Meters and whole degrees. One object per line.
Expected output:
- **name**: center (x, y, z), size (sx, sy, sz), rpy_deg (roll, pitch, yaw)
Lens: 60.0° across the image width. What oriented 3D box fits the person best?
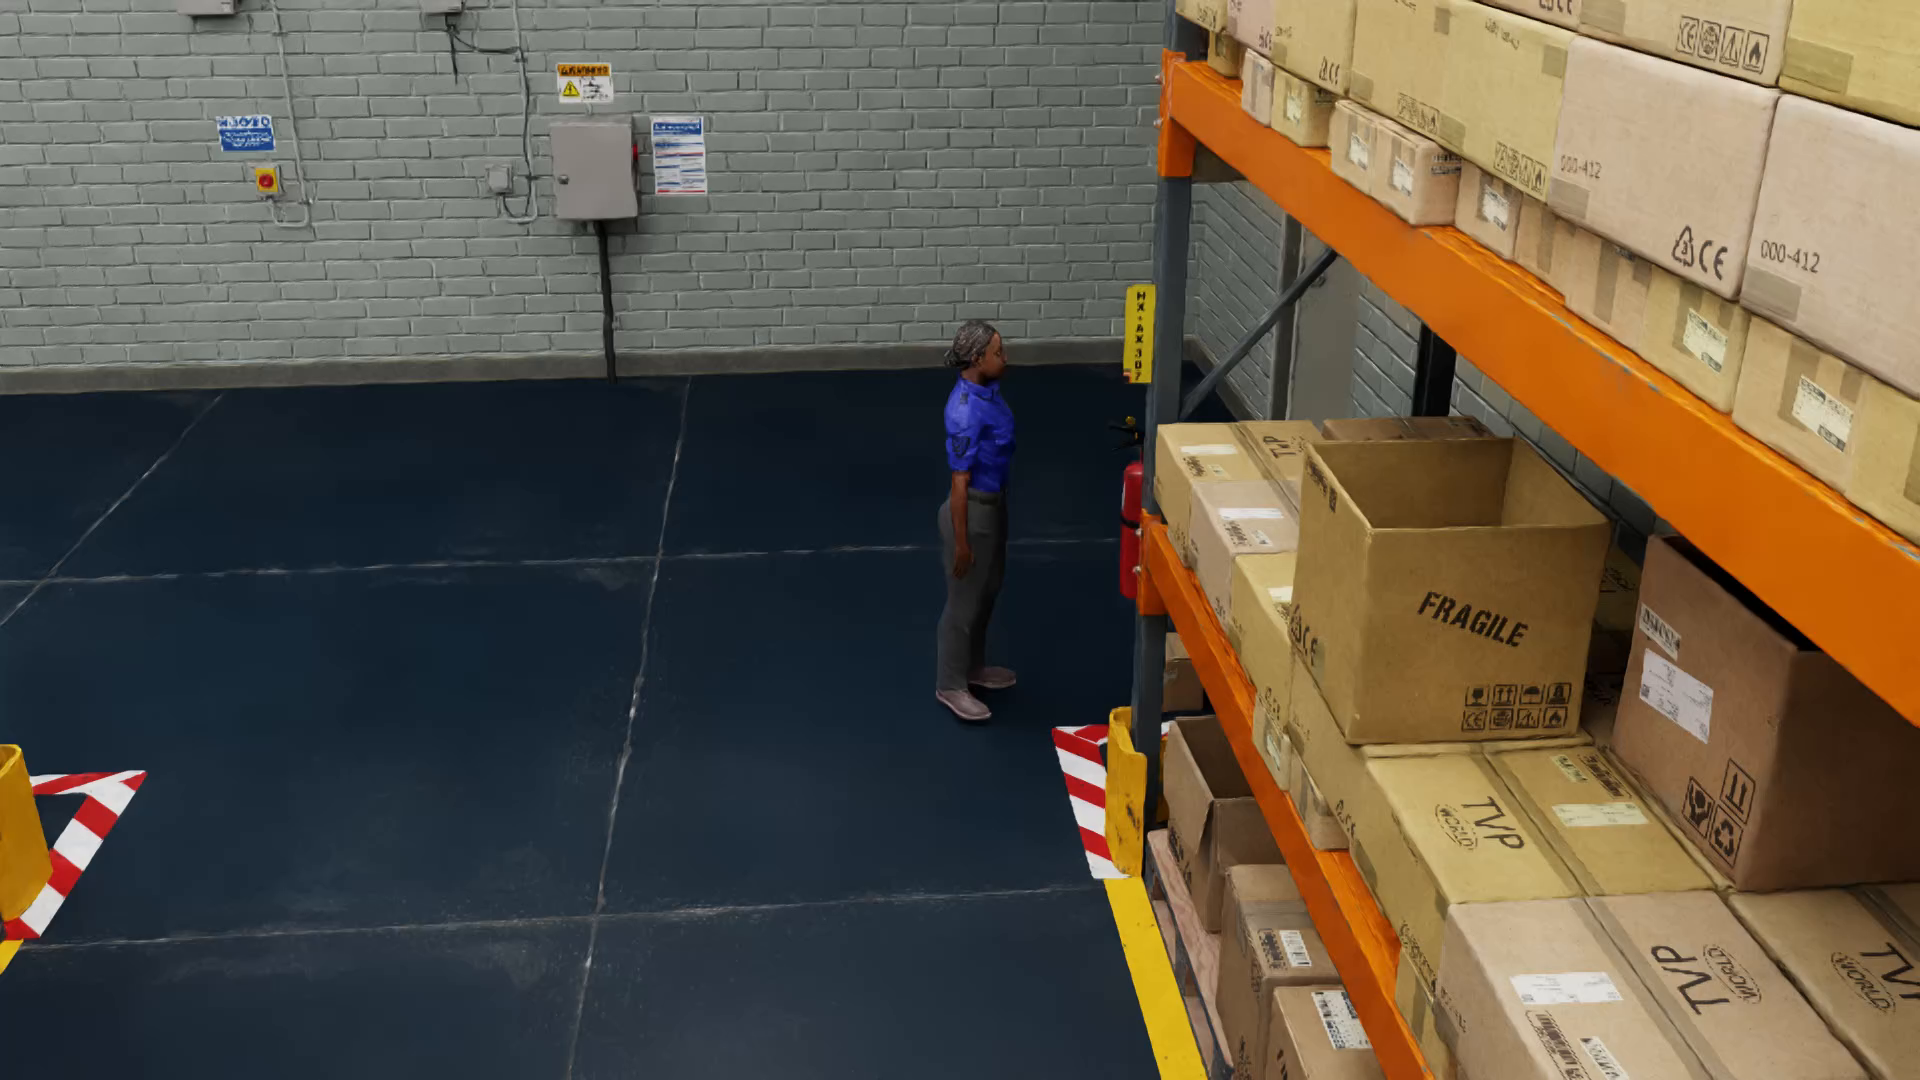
- **person**: center (0.067, -0.082, 6.769), size (0.323, 1.652, 0.550), rpy_deg (5, 24, 11)
